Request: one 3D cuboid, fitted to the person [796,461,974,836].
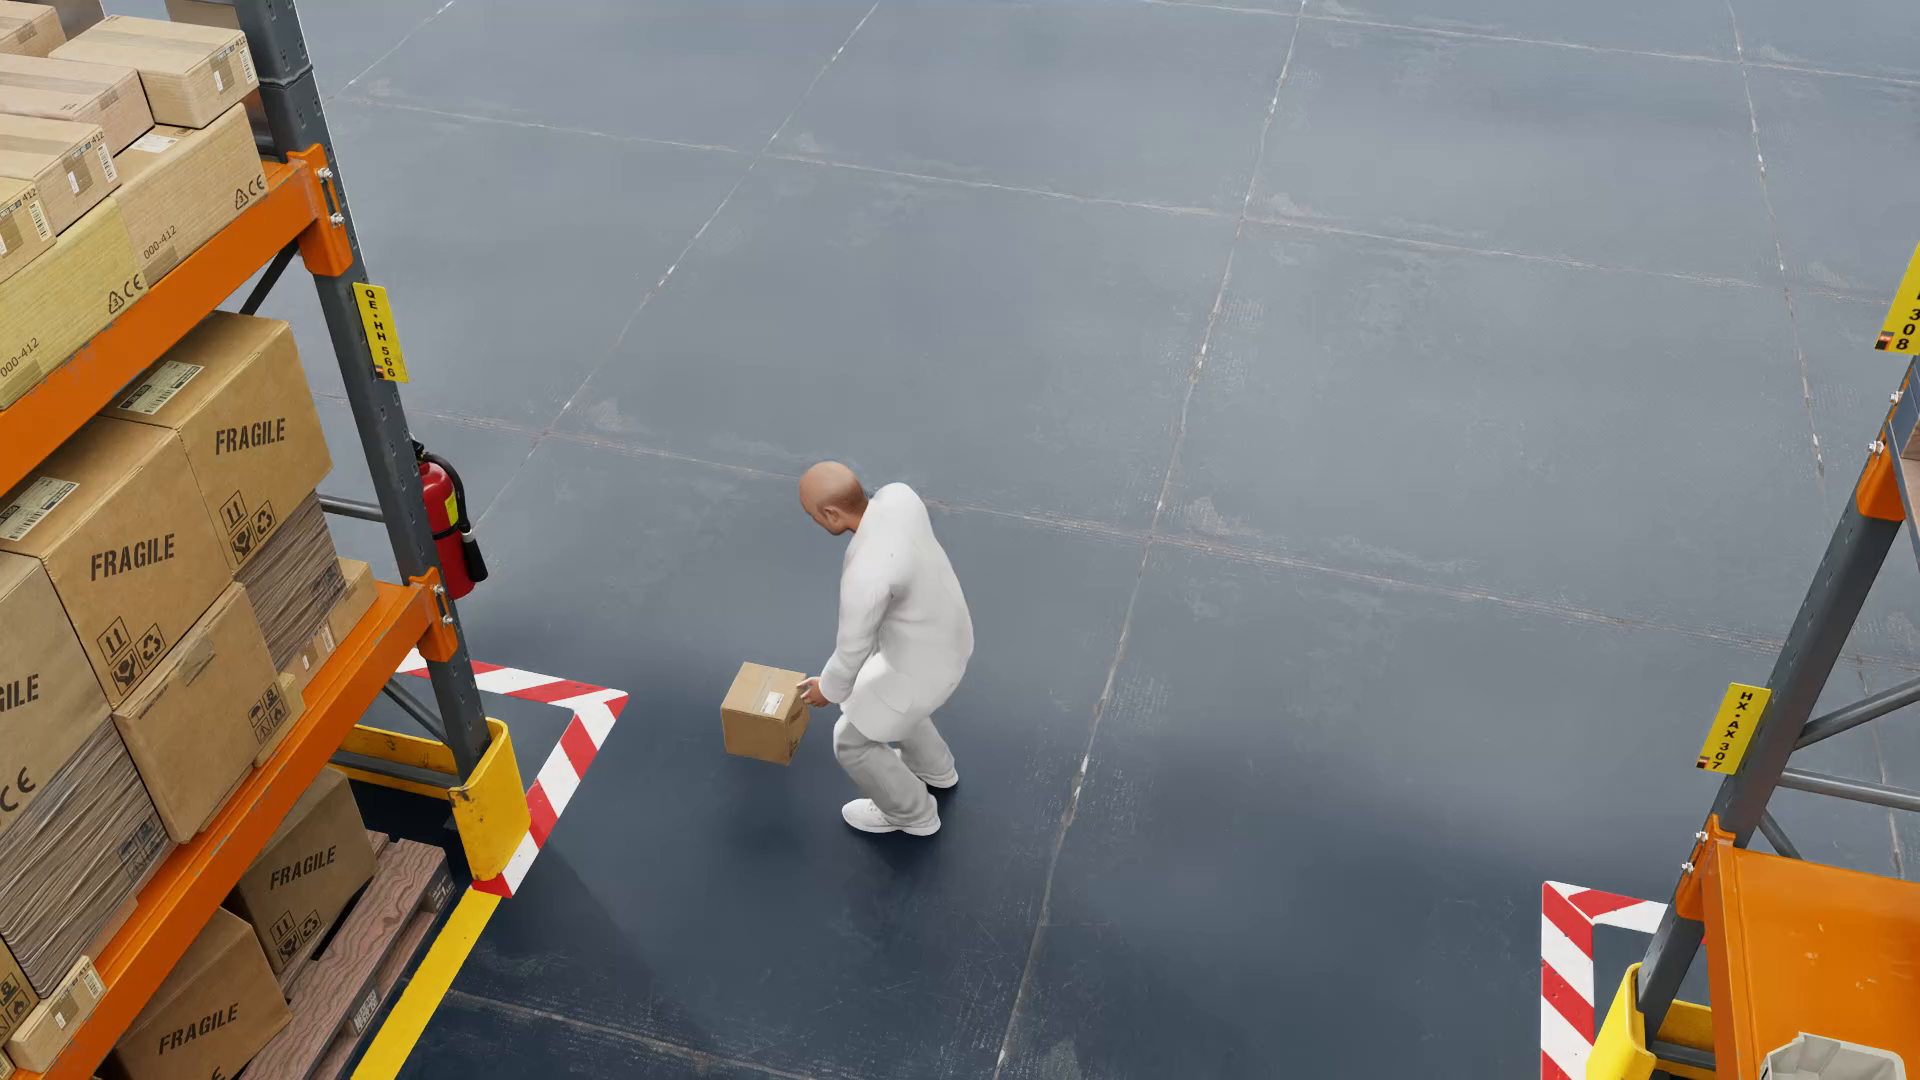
[{"bbox_3d":[-0.248,0.399,5.836,0.564,1.612,0.621,10,42,12],"label":"person"}]
